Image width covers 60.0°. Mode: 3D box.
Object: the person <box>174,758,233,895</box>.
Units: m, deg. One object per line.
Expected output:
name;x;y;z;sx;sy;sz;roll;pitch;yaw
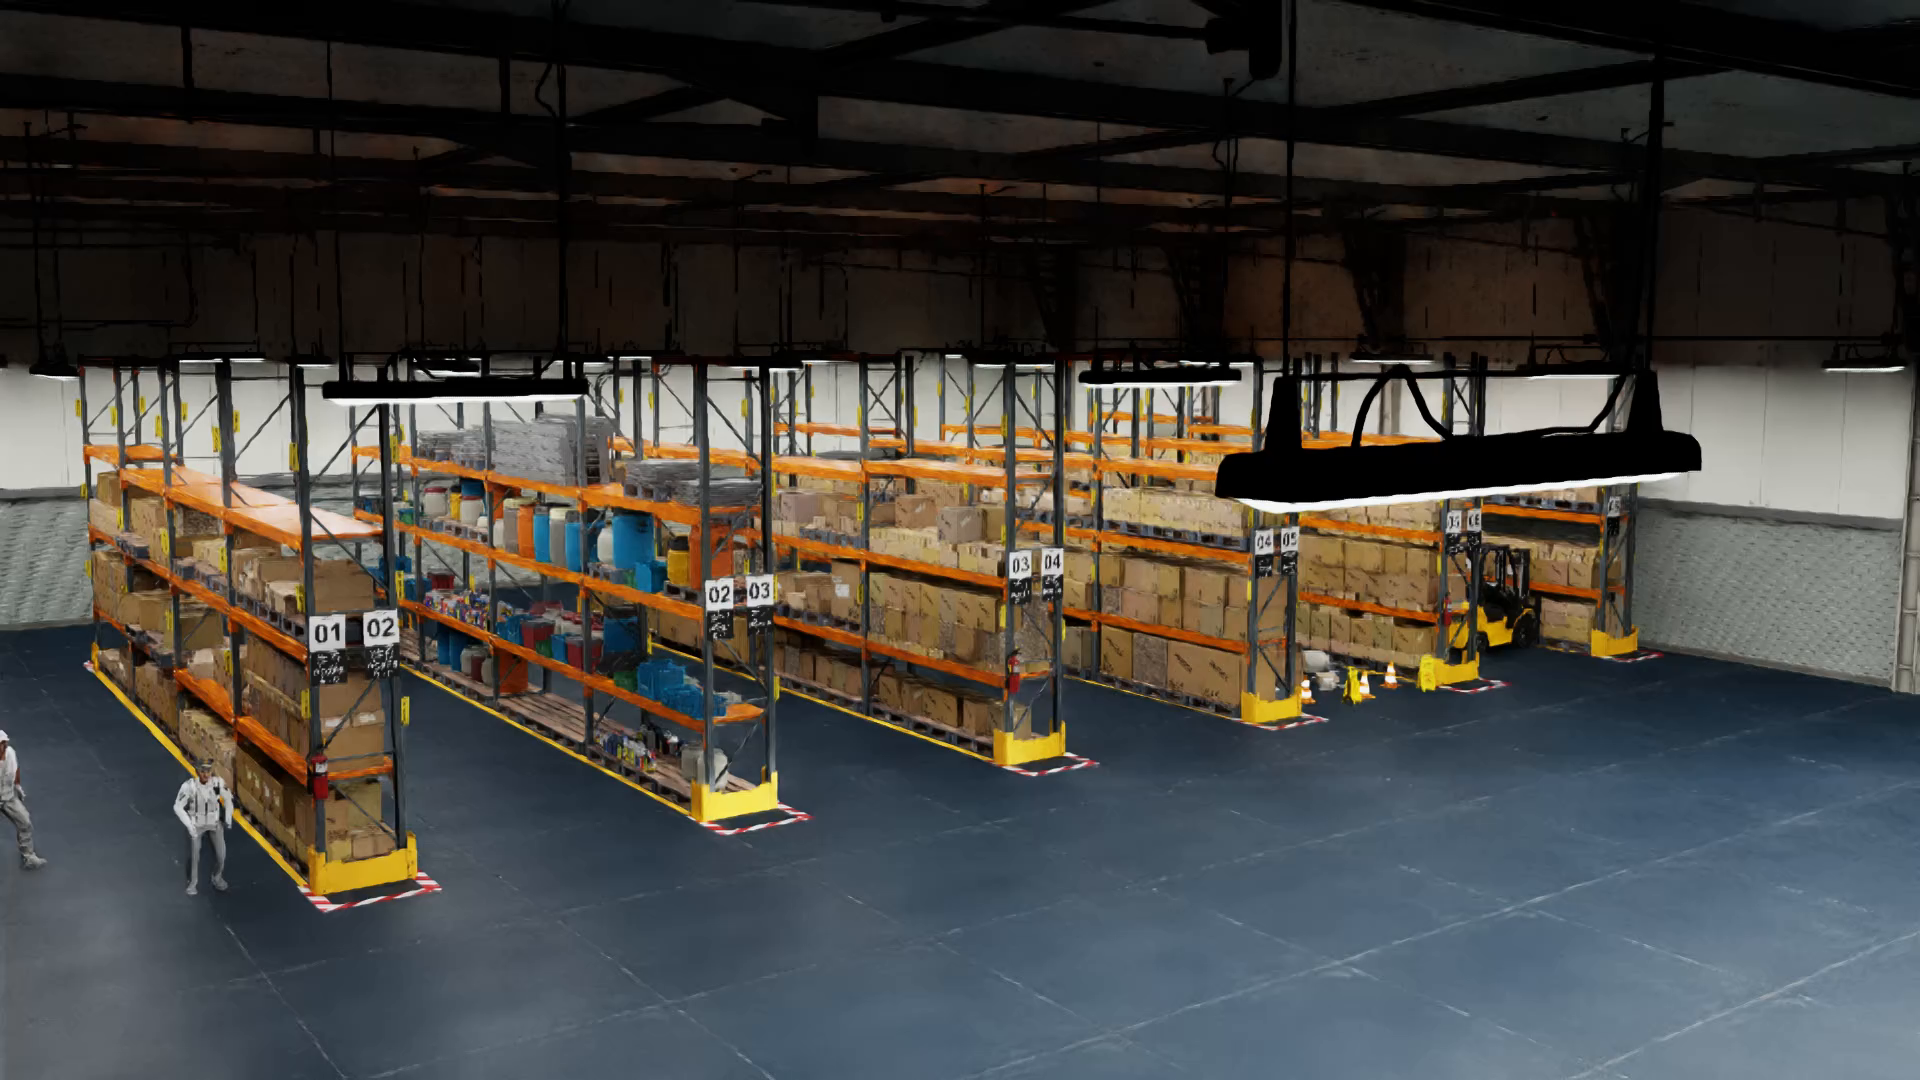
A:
person;-8.624;3.238;18.991;0.636;1.626;0.521;-4;8;-32

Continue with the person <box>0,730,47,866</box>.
person;-11.452;3.074;19.797;0.815;1.713;0.702;5;9;35
